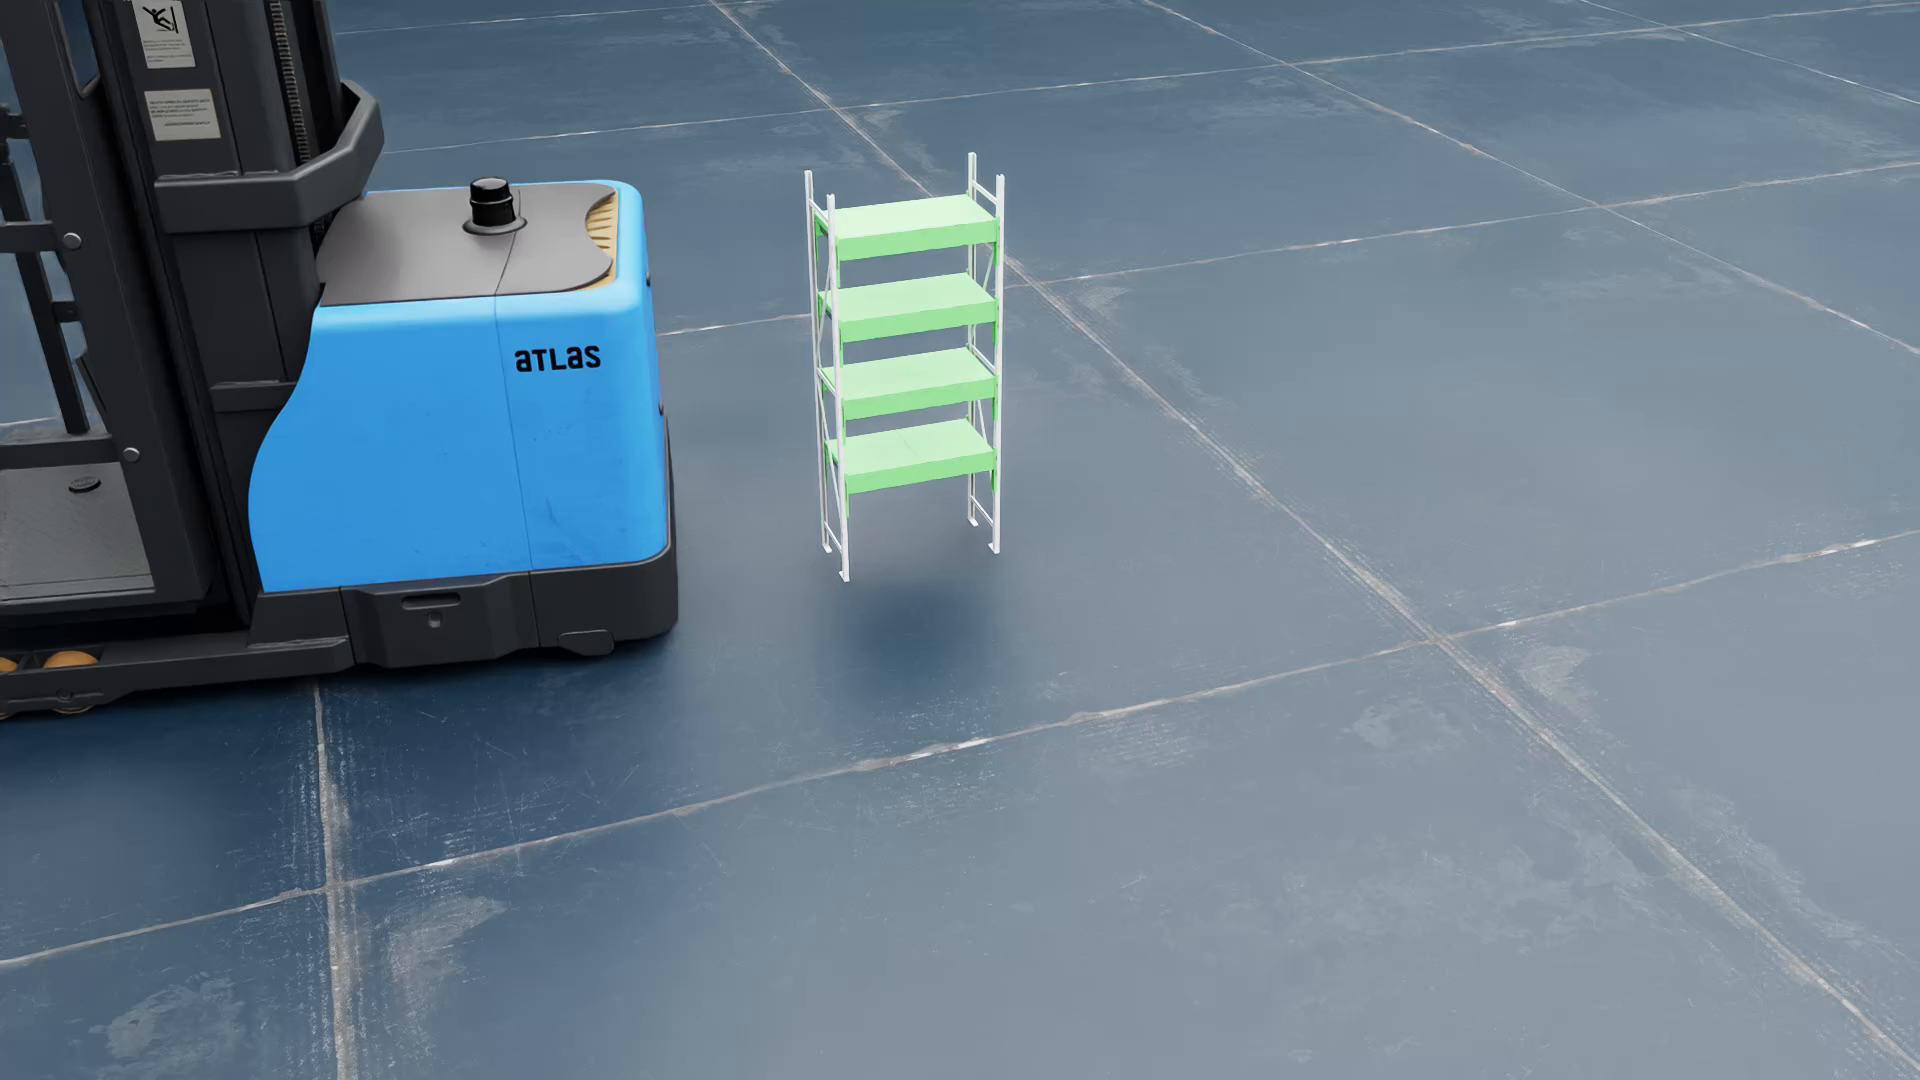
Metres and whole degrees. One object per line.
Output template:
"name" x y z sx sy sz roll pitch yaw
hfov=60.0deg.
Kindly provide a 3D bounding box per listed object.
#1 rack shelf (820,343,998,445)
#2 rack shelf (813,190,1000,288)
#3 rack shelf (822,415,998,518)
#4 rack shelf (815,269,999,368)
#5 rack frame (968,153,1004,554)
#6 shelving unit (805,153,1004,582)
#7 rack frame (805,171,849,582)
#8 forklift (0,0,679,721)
"rack shelf" -0.155 -0.437 4.934 0.480 0.148 0.258 -10 31 -18
"rack shelf" -0.155 -0.854 4.697 0.480 0.148 0.258 -10 31 -18
"rack shelf" -0.155 -0.229 5.053 0.480 0.148 0.258 -10 31 -18
"rack shelf" -0.155 -0.646 4.816 0.480 0.148 0.258 -10 31 -18
"rack frame" 0.074 -0.535 4.977 0.015 1.200 0.240 -10 31 -18
"shelving unit" -0.155 -0.493 4.903 0.503 1.200 0.258 -10 31 -18
"rack frame" -0.384 -0.451 4.829 0.015 1.200 0.240 -10 31 -18
"forklift" -2.364 -1.076 4.178 3.031 2.935 1.130 -5 30 -8
